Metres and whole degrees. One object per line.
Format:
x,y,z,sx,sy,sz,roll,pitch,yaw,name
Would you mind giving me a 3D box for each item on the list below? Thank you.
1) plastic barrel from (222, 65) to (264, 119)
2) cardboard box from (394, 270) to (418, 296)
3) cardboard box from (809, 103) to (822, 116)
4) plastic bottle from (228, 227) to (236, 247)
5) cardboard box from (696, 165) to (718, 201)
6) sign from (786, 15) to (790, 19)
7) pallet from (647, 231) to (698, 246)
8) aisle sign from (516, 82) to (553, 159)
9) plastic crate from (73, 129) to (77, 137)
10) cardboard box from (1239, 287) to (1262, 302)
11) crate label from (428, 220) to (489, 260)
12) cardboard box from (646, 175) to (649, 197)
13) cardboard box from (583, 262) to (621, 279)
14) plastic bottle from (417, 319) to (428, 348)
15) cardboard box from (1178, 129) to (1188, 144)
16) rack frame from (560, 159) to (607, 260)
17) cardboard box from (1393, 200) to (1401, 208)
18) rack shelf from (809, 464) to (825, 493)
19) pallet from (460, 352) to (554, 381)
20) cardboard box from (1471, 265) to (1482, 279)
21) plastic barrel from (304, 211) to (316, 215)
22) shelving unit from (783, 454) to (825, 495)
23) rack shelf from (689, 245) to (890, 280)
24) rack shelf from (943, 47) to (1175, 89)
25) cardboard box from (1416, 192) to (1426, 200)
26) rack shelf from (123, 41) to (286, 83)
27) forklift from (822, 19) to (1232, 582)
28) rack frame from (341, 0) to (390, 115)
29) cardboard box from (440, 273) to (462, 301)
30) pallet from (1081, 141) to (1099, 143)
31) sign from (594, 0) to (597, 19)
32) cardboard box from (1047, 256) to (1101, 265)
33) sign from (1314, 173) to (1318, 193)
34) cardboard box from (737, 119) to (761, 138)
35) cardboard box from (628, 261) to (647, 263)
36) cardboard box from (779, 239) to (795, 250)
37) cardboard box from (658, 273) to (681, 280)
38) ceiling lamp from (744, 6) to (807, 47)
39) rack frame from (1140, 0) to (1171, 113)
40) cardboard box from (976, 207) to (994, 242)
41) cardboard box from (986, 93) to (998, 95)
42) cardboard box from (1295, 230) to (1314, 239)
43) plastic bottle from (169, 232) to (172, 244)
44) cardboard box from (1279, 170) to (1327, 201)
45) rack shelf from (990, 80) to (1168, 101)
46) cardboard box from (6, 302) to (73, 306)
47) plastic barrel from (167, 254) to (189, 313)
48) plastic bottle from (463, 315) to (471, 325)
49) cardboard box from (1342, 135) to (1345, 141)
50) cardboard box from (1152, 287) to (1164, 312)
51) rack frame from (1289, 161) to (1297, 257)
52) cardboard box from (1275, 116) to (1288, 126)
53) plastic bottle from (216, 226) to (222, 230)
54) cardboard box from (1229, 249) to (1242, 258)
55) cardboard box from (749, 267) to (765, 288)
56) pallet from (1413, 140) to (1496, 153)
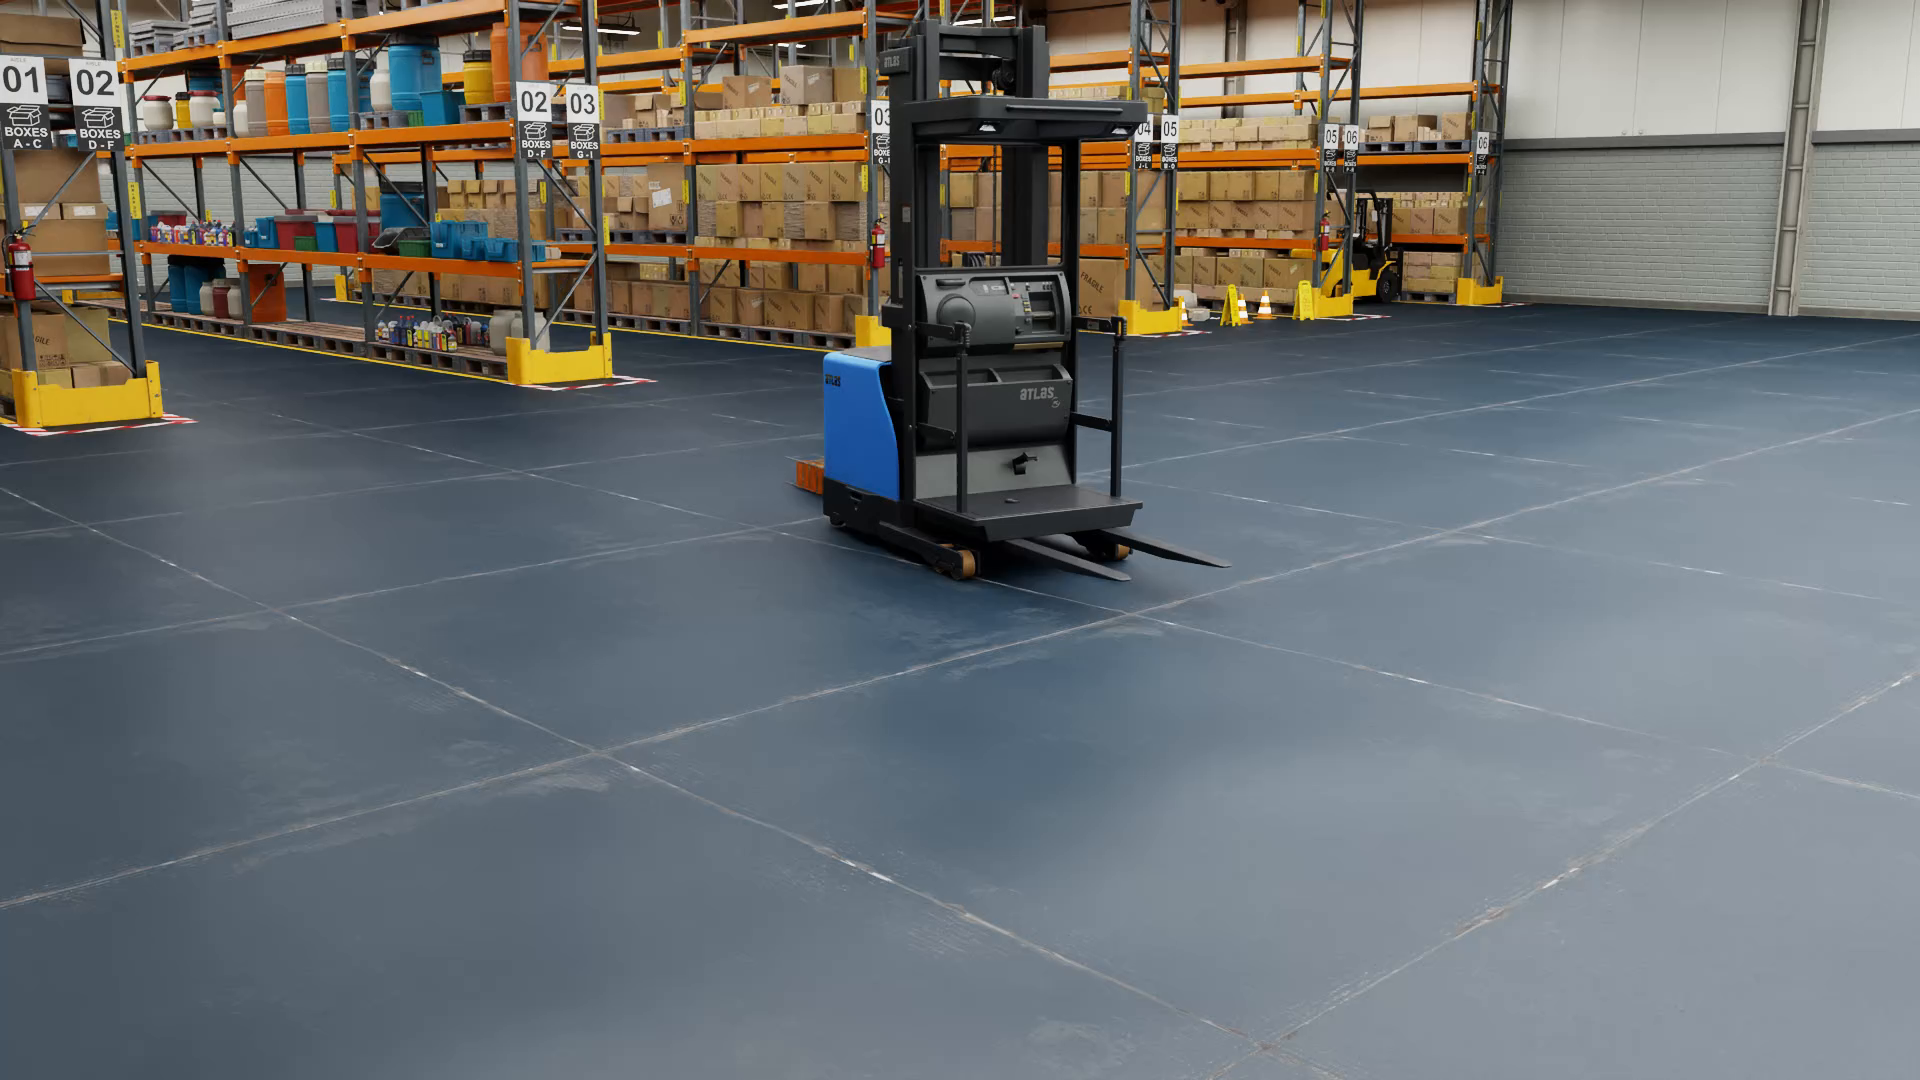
-10.290,-6.392,23.963,0.600,0.830,0.708,-11,16,-43,plastic barrel
-10.100,-5.101,31.462,0.875,0.875,0.875,-11,16,-43,cardboard box
-1.764,-5.646,21.833,0.380,0.149,0.250,-11,16,-42,cardboard box
-10.488,-4.366,23.957,0.061,0.283,0.133,-11,16,-43,plastic bottle
-3.428,-5.113,23.832,0.500,0.500,0.500,-11,16,-43,cardboard box
-3.046,-9.147,29.499,0.100,0.325,0.005,-11,16,-43,sign
-3.978,-4.567,25.123,1.003,0.211,1.213,-11,16,-43,pallet
-4.540,-4.477,17.766,0.394,0.787,0.004,-11,16,-43,aisle sign
-14.568,-6.768,28.049,0.504,0.338,0.767,-11,16,-43,plastic crate
5.270,-4.343,29.331,0.500,0.250,0.500,-11,16,-42,cardboard box
-5.842,-3.504,19.397,0.502,0.435,0.616,-11,16,-43,crate label
-5.943,-7.089,33.423,0.500,0.500,0.500,11,16,43,cardboard box
-5.833,-4.378,26.975,0.500,0.250,0.500,-10,15,-40,cardboard box
-6.456,-2.492,20.049,0.144,0.351,0.185,-11,16,-43,plastic bottle
4.081,-7.276,29.993,0.500,0.250,0.500,-11,16,-43,cardboard box
-8.185,-6.957,36.247,1.000,3.000,0.127,-11,16,-43,rack frame
8.616,-6.581,32.566,0.380,0.149,0.250,-11,16,-42,cardboard box
-0.906,-0.434,11.502,0.258,0.180,0.103,-7,12,-28,rack shelf
-5.019,-2.014,19.162,1.003,0.211,1.213,-11,16,-43,pallet
9.787,-5.220,32.351,0.500,0.250,0.500,-11,16,-42,cardboard box
-9.035,-4.358,23.351,0.421,0.512,0.421,0,12,0,plastic barrel
-0.870,-0.422,11.437,0.258,0.189,1.200,-7,12,-28,shelving unit
-2.174,-3.885,23.119,1.077,0.370,4.000,-11,16,-43,rack shelf
1.483,-7.304,25.838,1.077,0.370,4.000,-11,16,-43,rack shelf
9.051,-6.667,32.246,0.380,0.149,0.250,-11,16,-42,cardboard box
-11.281,-7.105,24.871,1.077,0.370,4.000,-11,16,-43,rack shelf
0.310,-1.325,9.078,1.130,2.935,3.031,-6,13,-29,forklift
-7.138,-6.778,20.508,1.000,3.000,0.127,-11,16,-43,rack frame
-8.624,-4.772,29.863,1.225,0.875,0.875,-11,16,-42,cardboard box
1.497,-6.333,26.002,1.003,0.211,1.213,-11,16,-43,pallet
-5.932,-8.625,26.963,0.100,0.325,0.005,-11,16,-43,sign
1.739,-4.005,26.143,0.875,0.875,0.875,-11,16,-43,cardboard box
5.959,-5.974,27.823,0.100,0.325,0.005,-11,16,-43,sign
-2.725,-5.673,22.953,0.500,0.250,0.500,11,16,43,cardboard box
-6.875,-5.873,35.536,0.380,0.149,0.250,-10,15,-40,cardboard box
-2.251,-4.040,22.709,0.380,0.149,0.250,-11,16,-43,cardboard box
-5.870,-5.330,33.637,0.380,0.149,0.250,-10,16,-41,cardboard box
-4.622,-14.218,42.156,2.000,3.185,0.800,-11,16,-43,ceiling lamp
3.612,-8.849,30.561,1.000,3.000,0.127,-11,16,-43,rack frame
0.761,-5.150,27.104,0.875,0.550,0.550,-11,16,-43,cardboard box
0.634,-6.986,26.310,0.380,0.149,0.250,-11,16,-43,cardboard box
5.961,-5.229,28.479,0.380,0.149,0.250,-10,15,-41,cardboard box
-12.171,-4.686,25.717,0.097,0.201,0.097,0,12,0,plastic bottle
5.864,-6.055,28.406,0.500,0.500,0.700,11,16,44,cardboard box
2.231,-8.593,32.091,1.077,0.370,4.000,-11,16,-43,rack shelf
-9.204,-2.121,16.686,0.500,0.500,0.500,-11,16,-43,cardboard box
-12.299,-4.103,26.553,0.600,0.901,0.708,-11,16,-43,plastic barrel
-6.129,-2.629,20.710,0.144,0.351,0.185,-11,16,-43,plastic bottle
7.820,-7.984,33.129,0.380,0.149,0.250,-10,15,-41,cardboard box
3.330,-4.008,28.117,0.637,0.503,0.797,1,12,6,cardboard box
7.199,-6.603,34.526,1.000,3.000,0.127,-11,16,-43,rack frame
5.587,-7.149,28.392,0.380,0.149,0.250,-11,16,-43,cardboard box
-11.540,-4.765,25.924,0.097,0.271,0.097,0,12,0,plastic bottle
4.978,-5.071,29.401,0.380,0.149,0.250,-10,15,-40,cardboard box
-3.660,-4.907,31.450,0.500,0.500,0.500,-10,15,-40,cardboard box
9.492,-7.552,31.918,1.003,0.211,1.213,-11,16,-43,pallet
